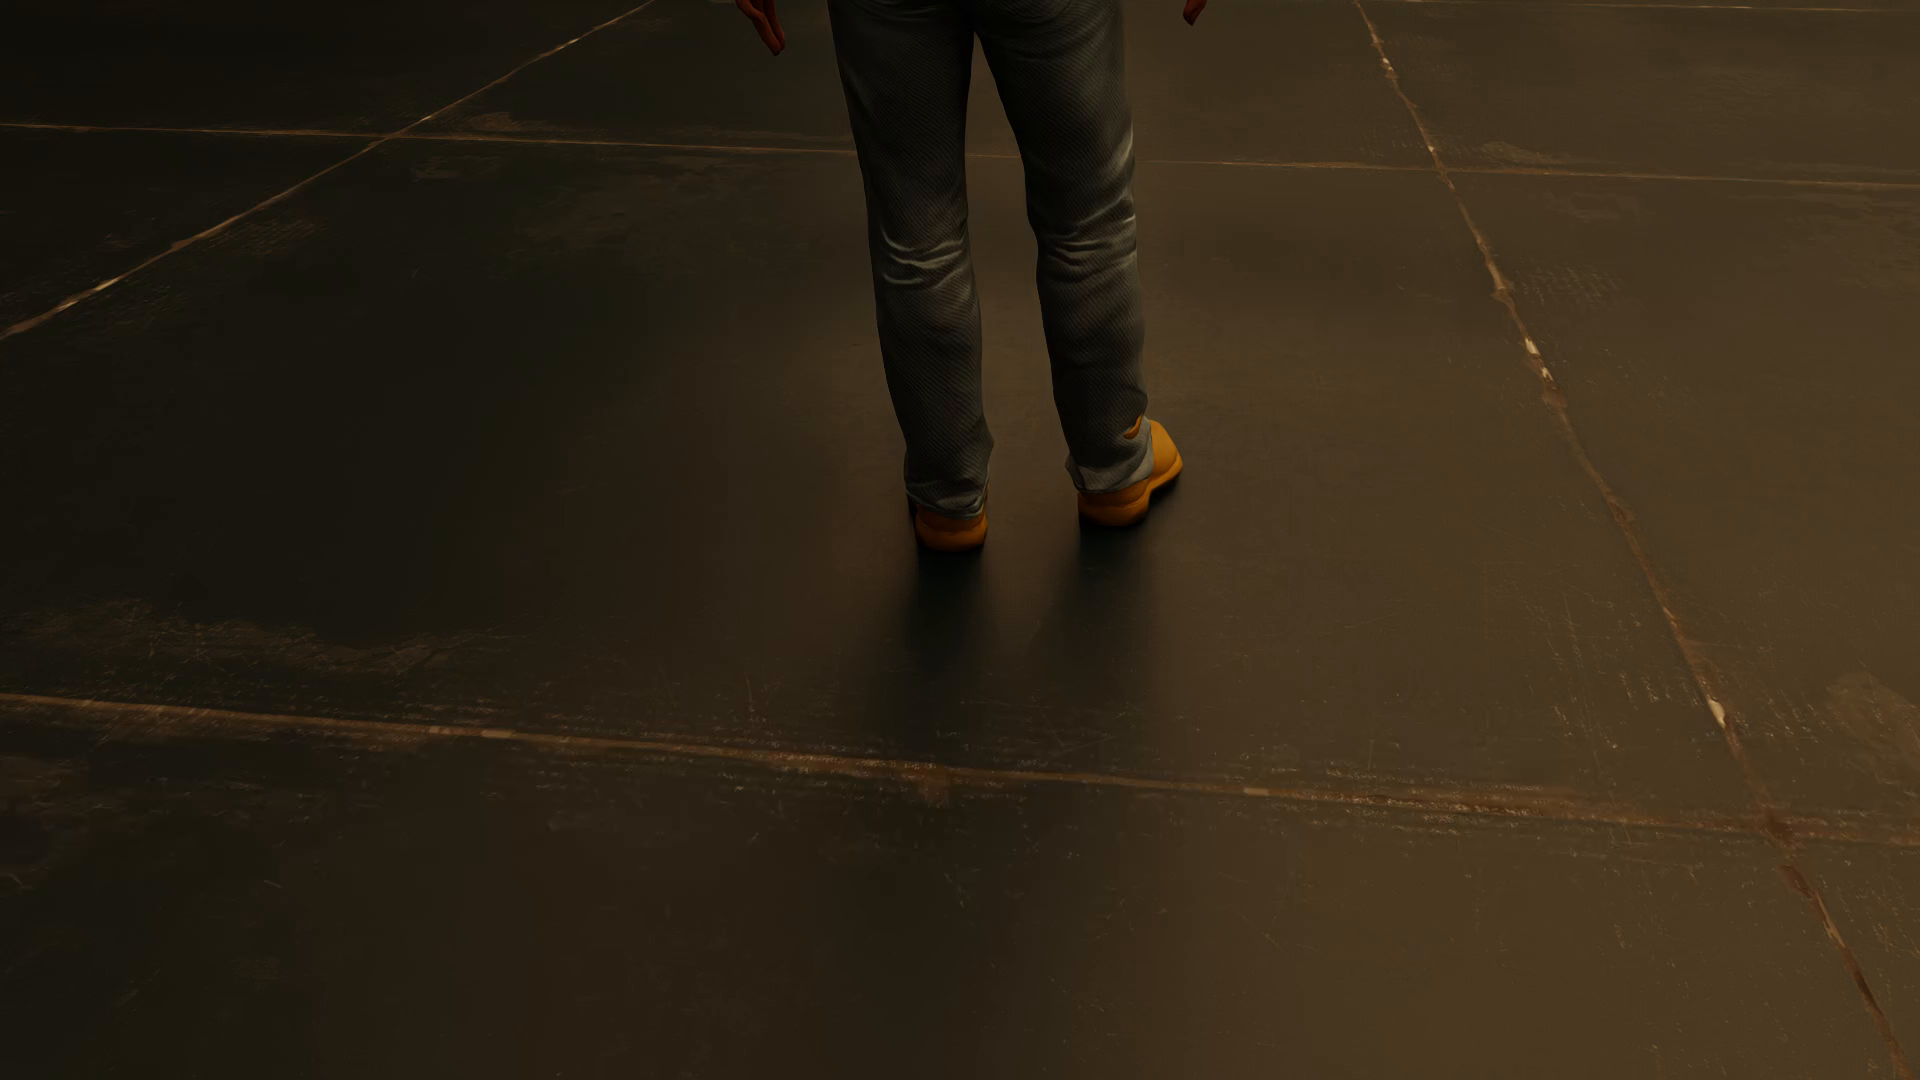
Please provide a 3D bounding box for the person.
[{"bbox_3d":[0.015,-0.826,2.164,0.666,1.764,0.577,3,27,7],"label":"person"}]
